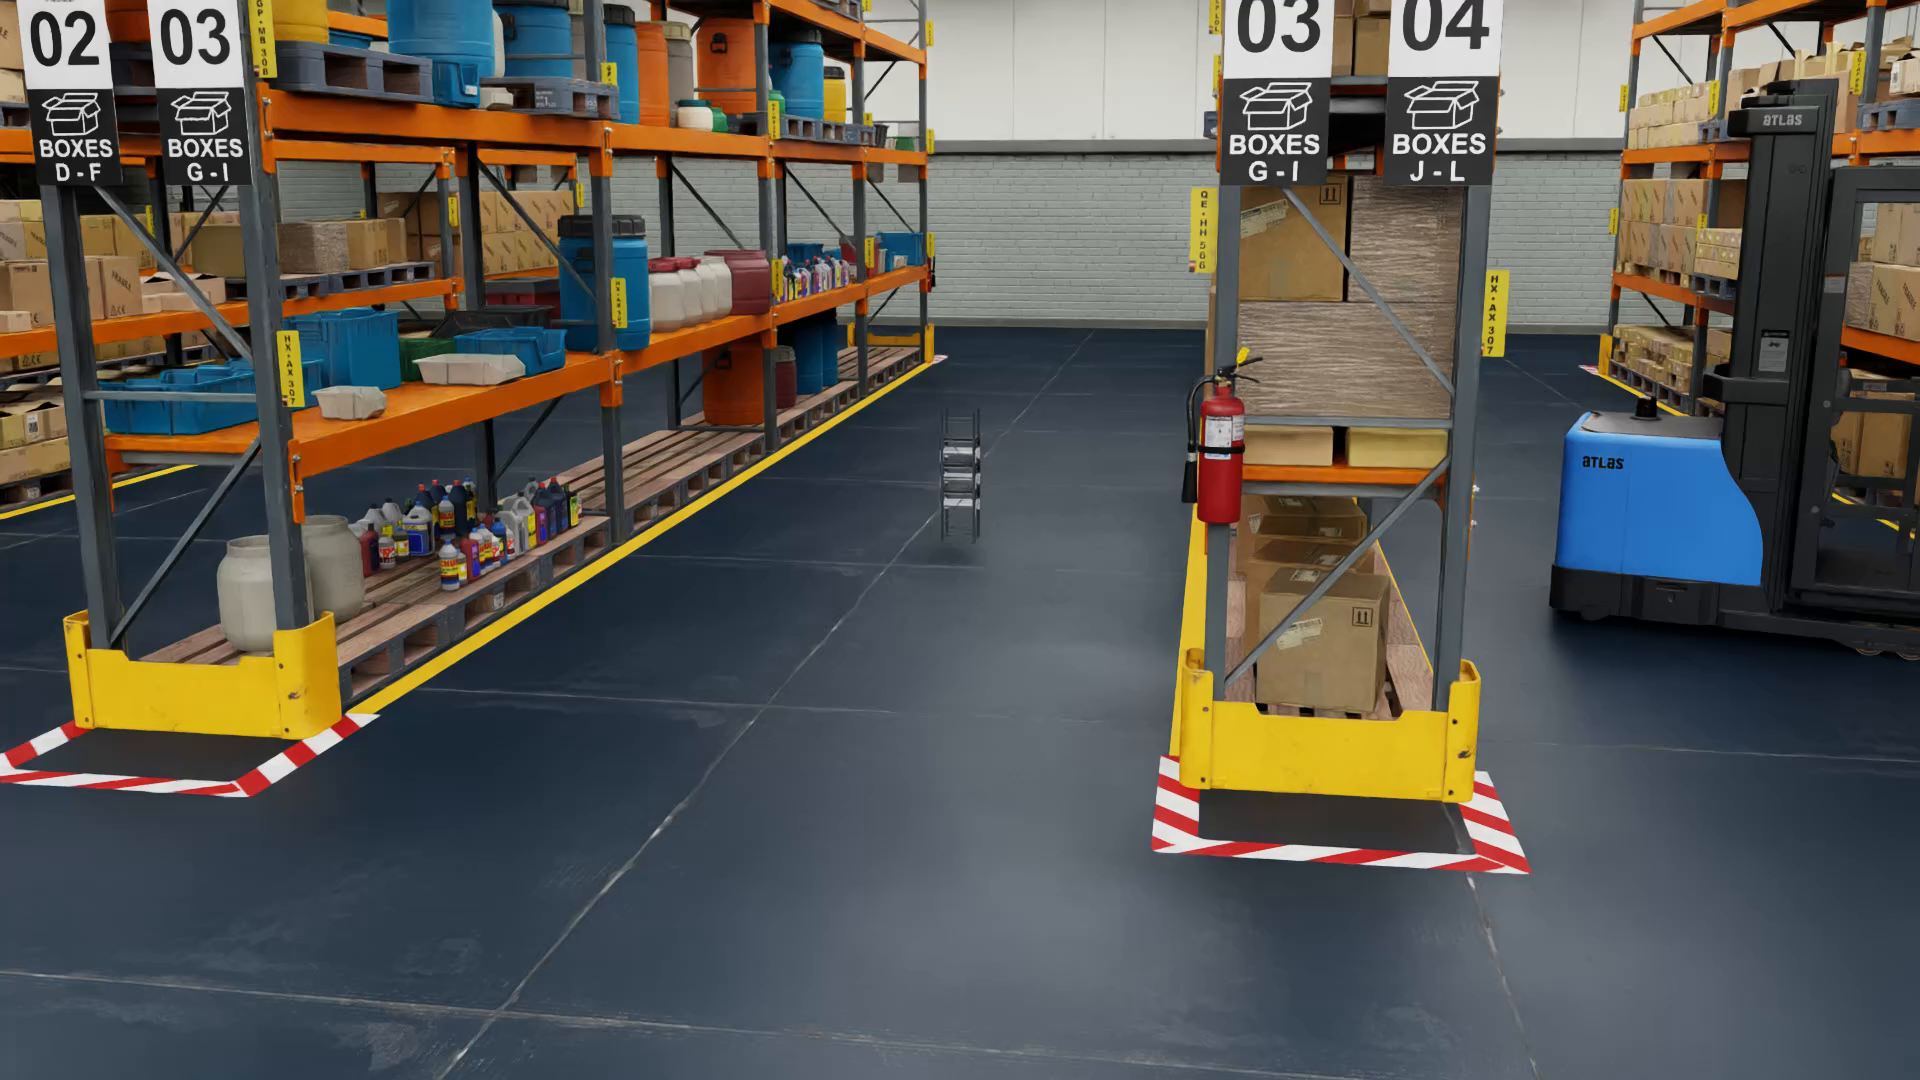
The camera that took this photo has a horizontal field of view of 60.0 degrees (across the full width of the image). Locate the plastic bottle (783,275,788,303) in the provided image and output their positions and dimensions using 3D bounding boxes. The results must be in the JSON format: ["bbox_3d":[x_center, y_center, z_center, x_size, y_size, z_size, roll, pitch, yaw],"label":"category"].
[{"bbox_3d":[-1.719,-2.396,15.787,0.152,0.276,0.135,2,12,9],"label":"plastic bottle"}]

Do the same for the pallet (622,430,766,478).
[{"bbox_3d":[-2.334,-0.758,14.509,1.003,0.211,1.213,2,12,9],"label":"pallet"}]

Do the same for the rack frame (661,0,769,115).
[{"bbox_3d":[-2.176,-5.214,14.326,1.000,3.000,0.127,2,12,9],"label":"rack frame"}]

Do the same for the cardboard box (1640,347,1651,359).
[{"bbox_3d":[8.357,-2.243,19.847,0.380,0.149,0.250,1,12,6],"label":"cardboard box"}]

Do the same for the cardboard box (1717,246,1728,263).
[{"bbox_3d":[7.587,-2.770,16.122,0.380,0.149,0.250,1,12,6],"label":"cardboard box"}]

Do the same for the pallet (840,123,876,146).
[{"bbox_3d":[-1.585,-4.321,17.754,1.213,0.211,1.003,2,12,9],"label":"pallet"}]

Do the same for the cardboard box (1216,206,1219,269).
[{"bbox_3d":[1.399,-1.365,7.391,0.500,0.500,0.500,2,12,9],"label":"cardboard box"}]

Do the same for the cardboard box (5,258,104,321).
[{"bbox_3d":[-7.393,-2.032,13.564,0.500,0.500,0.500,2,12,9],"label":"cardboard box"}]

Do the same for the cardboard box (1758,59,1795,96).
[{"bbox_3d":[7.851,-4.176,15.390,0.797,0.503,0.637,2,12,8],"label":"cardboard box"}]

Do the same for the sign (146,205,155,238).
[{"bbox_3d":[-7.608,-2.985,15.665,0.100,0.325,0.005,2,12,9],"label":"sign"}]

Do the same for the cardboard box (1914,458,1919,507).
[{"bbox_3d":[7.147,-0.545,11.244,1.050,0.750,0.750,2,12,9],"label":"cardboard box"}]

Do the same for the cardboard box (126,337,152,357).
[{"bbox_3d":[-11.054,-2.675,21.722,0.700,0.500,0.500,2,12,8],"label":"cardboard box"}]

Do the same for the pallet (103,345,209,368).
[{"bbox_3d":[-10.971,-2.482,22.510,1.003,0.211,1.213,2,12,9],"label":"pallet"}]

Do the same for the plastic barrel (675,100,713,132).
[{"bbox_3d":[-2.141,-3.408,13.393,0.301,0.262,0.301,0,12,0],"label":"plastic barrel"}]

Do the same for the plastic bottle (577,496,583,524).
[{"bbox_3d":[-2.540,-0.210,10.946,0.097,0.201,0.097,0,12,0],"label":"plastic bottle"}]

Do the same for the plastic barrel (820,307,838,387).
[{"bbox_3d":[-1.662,-2.181,18.476,0.600,0.901,0.708,2,12,9],"label":"plastic barrel"}]

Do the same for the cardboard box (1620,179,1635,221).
[{"bbox_3d":[8.502,-4.202,20.557,0.500,0.500,0.500,2,12,8],"label":"cardboard box"}]

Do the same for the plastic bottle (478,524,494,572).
[{"bbox_3d":[-2.752,0.043,9.604,0.097,0.271,0.097,0,12,0],"label":"plastic bottle"}]

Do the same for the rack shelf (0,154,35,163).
[{"bbox_3d":[-11.658,-4.133,18.139,1.077,0.370,4.000,2,12,9],"label":"rack shelf"}]

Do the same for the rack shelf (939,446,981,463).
[{"bbox_3d":[0.001,-0.585,11.376,0.258,0.077,0.200,2,12,9],"label":"rack shelf"}]

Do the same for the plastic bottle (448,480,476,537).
[{"bbox_3d":[-3.183,-0.209,10.588,0.144,0.351,0.185,2,12,9],"label":"plastic bottle"}]

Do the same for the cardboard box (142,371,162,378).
[{"bbox_3d":[-6.981,-1.352,14.847,0.500,0.311,0.500,2,12,8],"label":"cardboard box"}]

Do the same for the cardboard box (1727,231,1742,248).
[{"bbox_3d":[7.545,-2.861,15.837,0.380,0.149,0.250,2,12,8],"label":"cardboard box"}]

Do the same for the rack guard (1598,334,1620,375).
[{"bbox_3d":[8.822,-2.366,21.288,1.175,0.500,0.348,2,12,9],"label":"rack guard"}]

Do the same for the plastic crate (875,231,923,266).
[{"bbox_3d":[-0.813,-3.917,22.324,0.616,0.435,0.499,2,12,9],"label":"plastic crate"}]

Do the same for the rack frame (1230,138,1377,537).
[{"bbox_3d":[2.102,-1.288,10.350,1.000,3.000,0.127,2,12,9],"label":"rack frame"}]

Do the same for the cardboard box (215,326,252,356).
[{"bbox_3d":[-7.154,-2.016,16.838,0.500,0.250,0.500,2,12,11],"label":"cardboard box"}]

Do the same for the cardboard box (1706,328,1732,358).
[{"bbox_3d":[7.843,-1.976,16.700,0.500,0.250,0.500,1,12,6],"label":"cardboard box"}]

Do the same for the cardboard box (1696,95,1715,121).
[{"bbox_3d":[8.038,-4.513,17.365,0.500,0.250,0.500,1,12,6],"label":"cardboard box"}]

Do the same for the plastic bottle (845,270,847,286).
[{"bbox_3d":[-1.293,-2.899,18.297,0.097,0.201,0.097,0,12,0],"label":"plastic bottle"}]

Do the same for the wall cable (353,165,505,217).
[{"bbox_3d":[-9.512,-6.848,29.280,3.097,2.526,0.112,2,12,9],"label":"wall cable"}]

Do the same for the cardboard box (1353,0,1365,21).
[{"bbox_3d":[1.811,-2.200,6.873,0.380,0.149,0.250,2,12,8],"label":"cardboard box"}]

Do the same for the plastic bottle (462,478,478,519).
[{"bbox_3d":[-3.274,-0.278,11.094,0.097,0.271,0.097,0,12,0],"label":"plastic bottle"}]

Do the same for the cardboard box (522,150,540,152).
[{"bbox_3d":[-5.810,-5.177,21.632,0.500,0.250,0.500,2,12,9],"label":"cardboard box"}]

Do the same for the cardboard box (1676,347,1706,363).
[{"bbox_3d":[8.016,-2.011,18.063,0.380,0.149,0.250,2,12,9],"label":"cardboard box"}]

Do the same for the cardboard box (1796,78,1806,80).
[{"bbox_3d":[7.585,-3.790,14.601,0.500,0.500,0.500,2,12,9],"label":"cardboard box"}]

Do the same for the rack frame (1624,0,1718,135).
[{"bbox_3d":[8.833,-6.537,20.466,1.000,3.000,0.127,2,12,9],"label":"rack frame"}]

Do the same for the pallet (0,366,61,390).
[{"bbox_3d":[-11.395,-1.909,19.848,1.003,0.211,1.213,2,12,9],"label":"pallet"}]

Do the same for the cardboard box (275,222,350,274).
[{"bbox_3d":[-6.755,-3.016,17.132,0.700,0.500,0.500,4,13,19],"label":"cardboard box"}]

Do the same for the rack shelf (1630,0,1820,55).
[{"bbox_3d":[8.526,-5.767,18.610,1.077,0.370,4.000,2,12,9],"label":"rack shelf"}]

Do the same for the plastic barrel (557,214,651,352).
[{"bbox_3d":[-2.433,-1.764,11.369,0.600,0.901,0.708,2,12,9],"label":"plastic barrel"}]

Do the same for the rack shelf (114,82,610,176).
[{"bbox_3d":[-3.099,-2.147,8.922,1.077,0.370,4.000,2,12,9],"label":"rack shelf"}]

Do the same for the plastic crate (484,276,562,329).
[{"bbox_3d":[-3.020,-1.590,11.601,0.402,0.464,0.583,2,12,9],"label":"plastic crate"}]

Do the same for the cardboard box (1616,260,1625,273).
[{"bbox_3d":[8.460,-3.425,20.860,0.380,0.149,0.250,2,12,8],"label":"cardboard box"}]

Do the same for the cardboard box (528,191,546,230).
[{"bbox_3d":[-5.789,-4.331,21.857,0.500,0.500,0.500,2,12,10],"label":"cardboard box"}]

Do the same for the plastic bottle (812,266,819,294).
[{"bbox_3d":[-1.483,-2.657,16.981,0.061,0.283,0.133,2,12,9],"label":"plastic bottle"}]

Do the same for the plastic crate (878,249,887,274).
[{"bbox_3d":[-1.144,-3.397,20.275,0.437,0.282,0.530,2,12,9],"label":"plastic crate"}]

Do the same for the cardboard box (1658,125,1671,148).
[{"bbox_3d":[8.270,-4.588,18.898,0.500,0.250,0.500,2,12,8],"label":"cardboard box"}]

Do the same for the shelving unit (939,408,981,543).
[{"bbox_3d":[0.001,-0.442,11.406,0.258,0.900,0.210,2,12,9],"label":"shelving unit"}]

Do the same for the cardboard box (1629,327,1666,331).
[{"bbox_3d":[8.494,-2.547,20.552,0.380,0.149,0.250,2,12,10],"label":"cardboard box"}]

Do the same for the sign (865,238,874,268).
[{"bbox_3d":[-1.018,-3.231,18.708,0.100,0.325,0.005,2,12,9],"label":"sign"}]

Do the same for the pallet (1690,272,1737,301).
[{"bbox_3d":[7.957,-2.523,16.538,1.003,0.211,1.213,2,12,9],"label":"pallet"}]

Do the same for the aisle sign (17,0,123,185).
[{"bbox_3d":[-3.711,-1.881,6.932,0.394,0.787,0.004,2,12,9],"label":"aisle sign"}]

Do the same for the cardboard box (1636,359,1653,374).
[{"bbox_3d":[8.229,-2.053,19.671,0.380,0.149,0.250,1,12,6],"label":"cardboard box"}]

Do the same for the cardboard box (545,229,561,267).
[{"bbox_3d":[-5.716,-3.946,22.448,0.500,0.500,0.500,2,12,9],"label":"cardboard box"}]

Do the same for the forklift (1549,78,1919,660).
[{"bbox_3d":[4.897,-0.938,8.888,3.031,2.935,1.130,6,13,25],"label":"forklift"}]
